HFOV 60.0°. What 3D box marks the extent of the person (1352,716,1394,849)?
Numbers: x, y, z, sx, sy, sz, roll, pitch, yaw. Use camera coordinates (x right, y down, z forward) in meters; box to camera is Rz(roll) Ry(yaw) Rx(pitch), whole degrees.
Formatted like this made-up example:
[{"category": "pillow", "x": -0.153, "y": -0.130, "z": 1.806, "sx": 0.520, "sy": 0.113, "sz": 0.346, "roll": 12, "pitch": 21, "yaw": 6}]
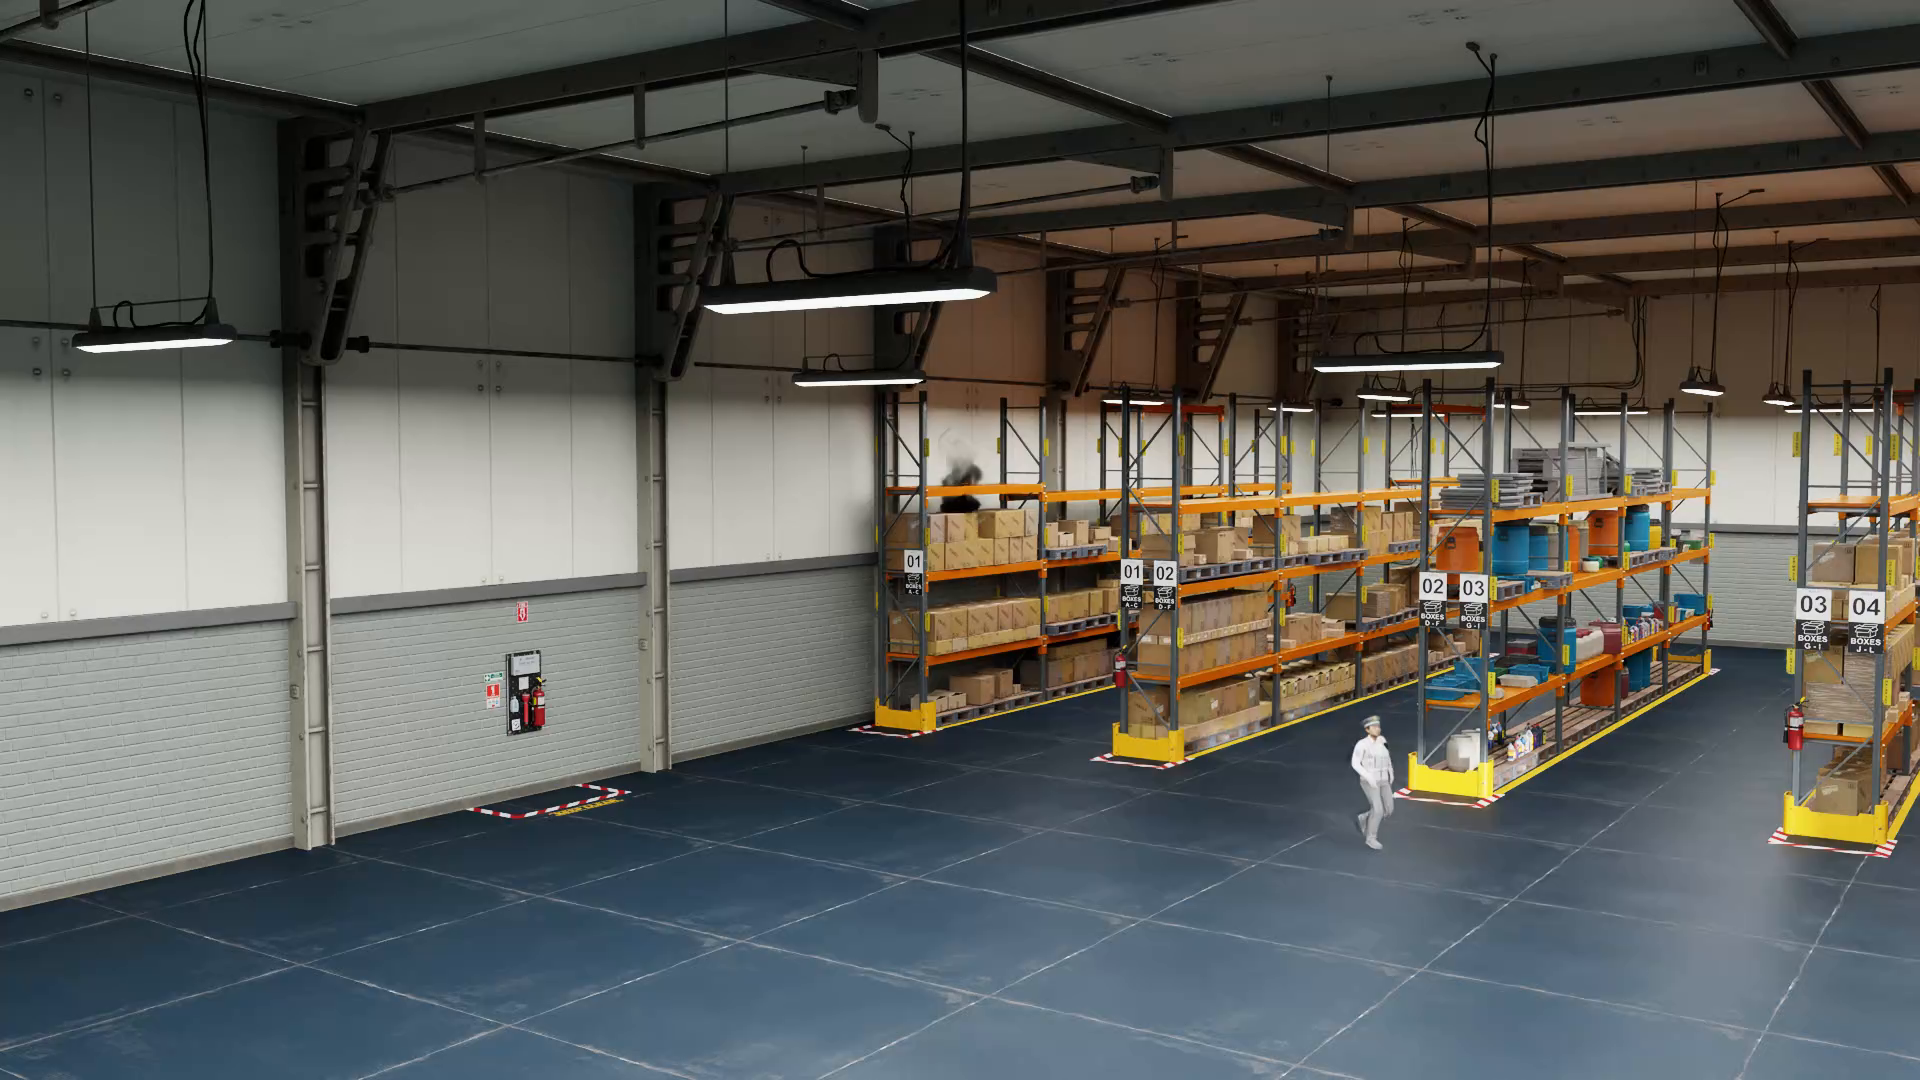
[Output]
[{"category": "person", "x": 5.187, "y": 3.021, "z": 20.884, "sx": 0.619, "sy": 1.667, "sz": 0.508, "roll": -2, "pitch": 4, "yaw": -27}]
